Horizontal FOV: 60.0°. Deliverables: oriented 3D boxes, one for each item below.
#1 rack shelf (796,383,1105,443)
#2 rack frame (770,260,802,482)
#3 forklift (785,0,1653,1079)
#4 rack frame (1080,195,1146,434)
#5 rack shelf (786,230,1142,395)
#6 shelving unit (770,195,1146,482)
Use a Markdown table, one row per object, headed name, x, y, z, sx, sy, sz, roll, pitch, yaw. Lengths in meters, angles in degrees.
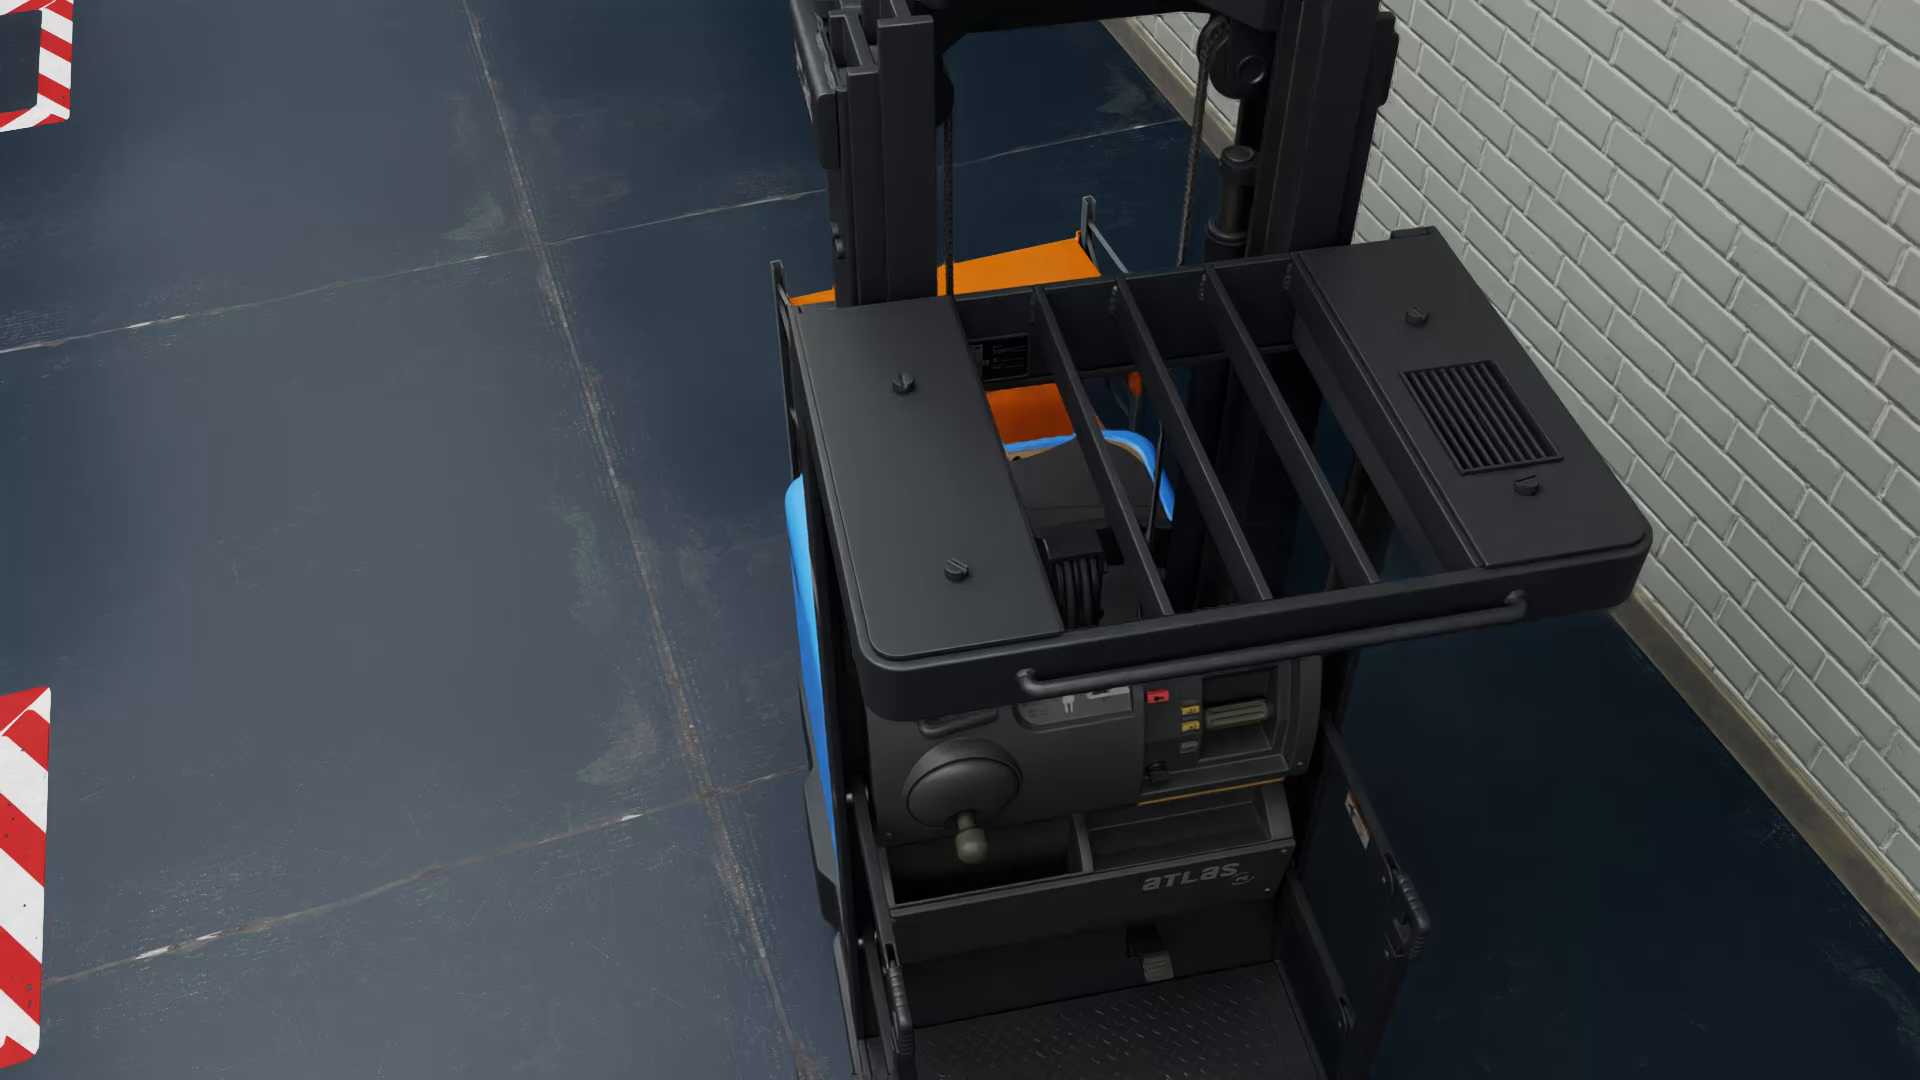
| name | x | y | z | sx | sy | sz | roll | pitch | yaw |
| --- | --- | --- | --- | --- | --- | --- | --- | --- | --- |
| rack shelf | 0.006 | -0.226 | 5.526 | 1.000 | 0.278 | 0.538 | -14 | 47 | -14 |
| rack frame | -0.472 | -0.276 | 5.231 | 0.032 | 1.125 | 0.500 | -14 | 47 | -14 |
| forklift | 0.322 | 0.494 | 3.189 | 1.130 | 2.935 | 3.031 | -8 | 46 | -8 |
| rack frame | 0.484 | -0.521 | 5.475 | 0.032 | 1.125 | 0.500 | -14 | 47 | -14 |
| rack shelf | 0.006 | -0.605 | 5.146 | 1.000 | 0.278 | 0.538 | -14 | 47 | -14 |
| shelving unit | 0.006 | -0.399 | 5.353 | 1.048 | 1.125 | 0.538 | -14 | 47 | -14 |
